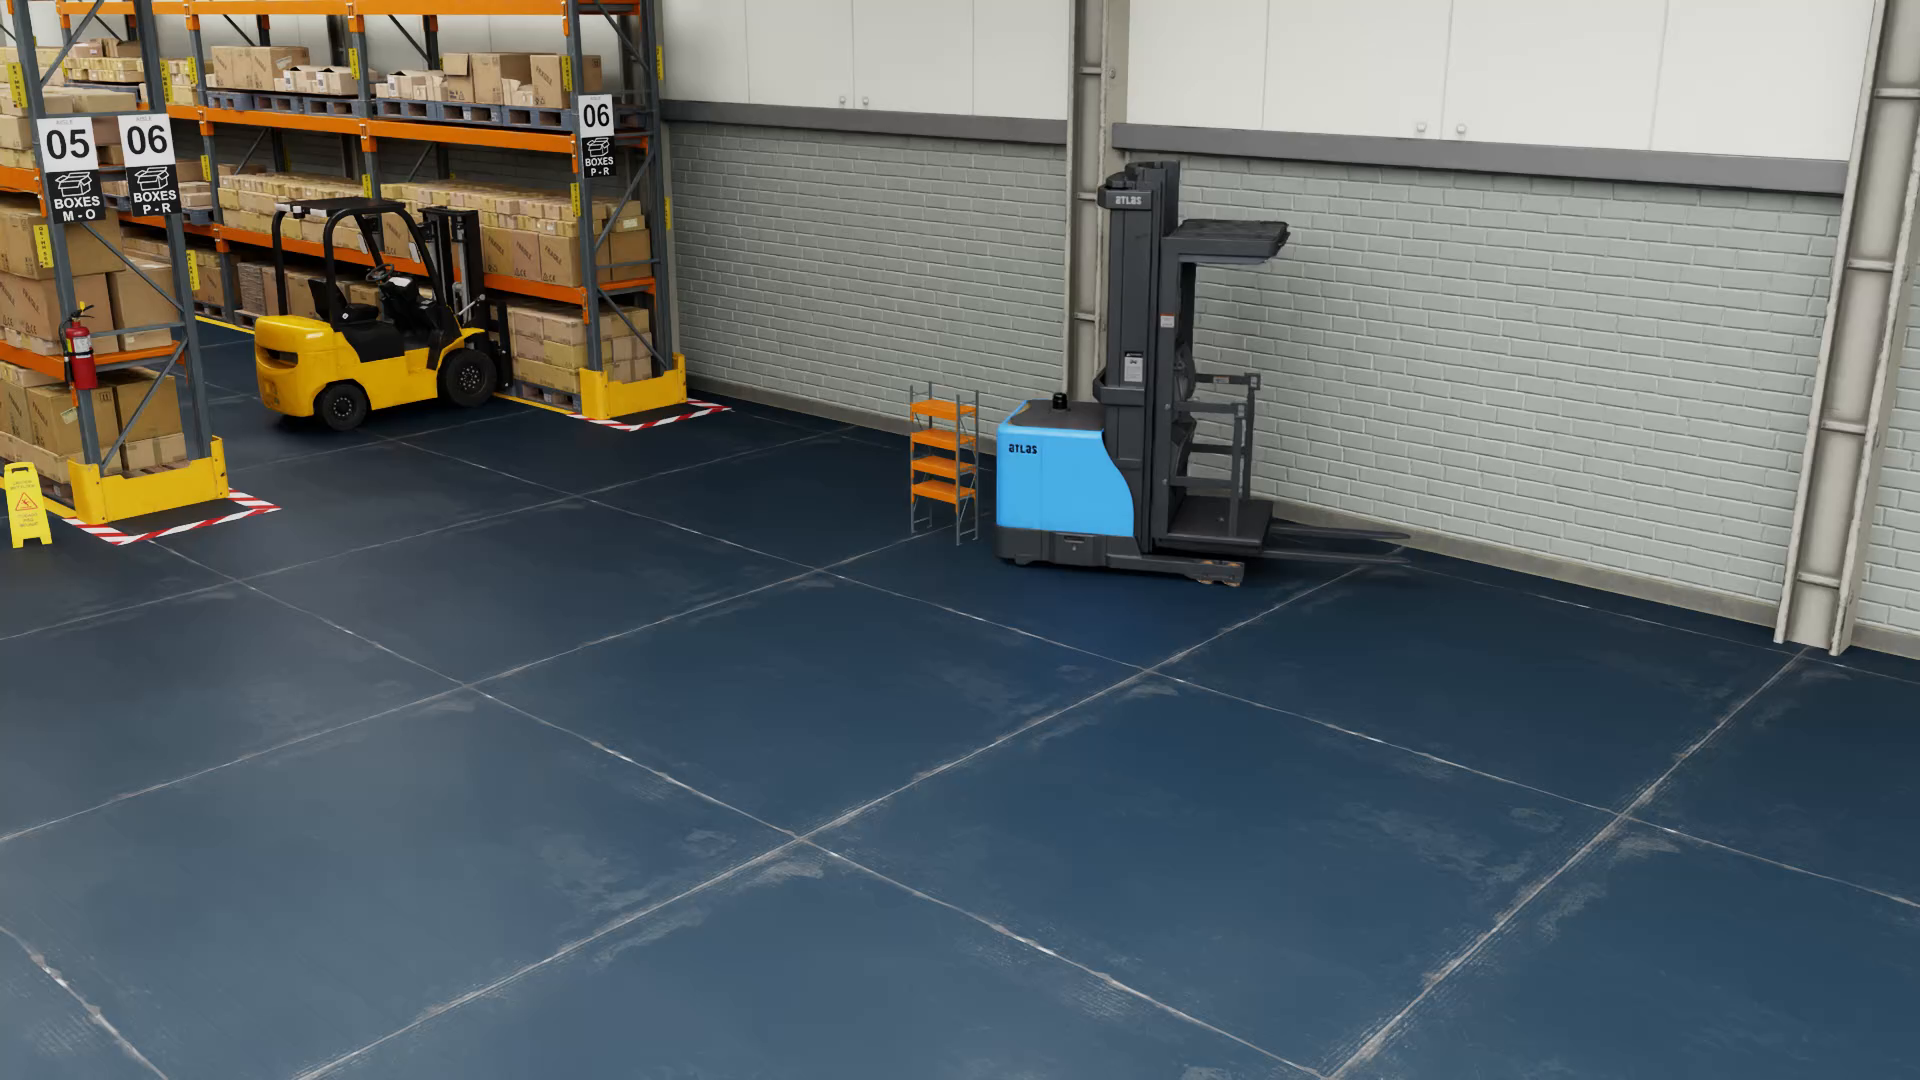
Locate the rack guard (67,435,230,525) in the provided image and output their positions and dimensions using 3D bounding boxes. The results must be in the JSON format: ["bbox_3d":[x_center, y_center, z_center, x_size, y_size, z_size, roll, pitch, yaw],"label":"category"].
[{"bbox_3d":[-6.775,-0.519,13.920,0.348,0.500,1.175,15,23,39],"label":"rack guard"}]

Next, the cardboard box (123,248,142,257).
[{"bbox_3d":[-11.784,-3.984,24.145,0.500,0.500,0.500,15,23,39],"label":"cardboard box"}]

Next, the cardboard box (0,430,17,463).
[{"bbox_3d":[-8.279,-0.896,14.827,0.500,0.250,0.500,14,22,37],"label":"cardboard box"}]

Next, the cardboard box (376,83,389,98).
[{"bbox_3d":[-6.284,-5.021,18.571,0.250,0.149,0.380,16,23,40],"label":"cardboard box"}]

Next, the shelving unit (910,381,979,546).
[{"bbox_3d":[-0.124,-0.605,13.035,0.503,1.200,0.258,15,23,39],"label":"shelving unit"}]

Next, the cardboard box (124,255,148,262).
[{"bbox_3d":[-7.278,-2.146,14.257,0.500,0.500,0.500,16,24,41],"label":"cardboard box"}]

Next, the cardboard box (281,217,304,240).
[{"bbox_3d":[-8.091,-3.901,20.692,0.500,0.250,0.500,16,24,41],"label":"cardboard box"}]

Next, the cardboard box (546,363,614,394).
[{"bbox_3d":[-3.987,-1.731,17.460,0.500,0.250,0.500,15,23,40],"label":"cardboard box"}]

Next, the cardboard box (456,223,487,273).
[{"bbox_3d":[-5.117,-3.213,18.113,0.500,0.500,0.500,15,23,40],"label":"cardboard box"}]

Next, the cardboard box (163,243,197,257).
[{"bbox_3d":[-10.920,-4.058,23.304,0.250,0.149,0.380,14,22,37],"label":"cardboard box"}]

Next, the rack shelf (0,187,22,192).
[{"bbox_3d":[-13.897,-5.287,26.001,4.000,0.370,1.077,15,23,39],"label":"rack shelf"}]

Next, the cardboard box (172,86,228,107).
[{"bbox_3d":[-9.955,-5.832,21.817,0.500,0.250,0.500,14,22,37],"label":"cardboard box"}]

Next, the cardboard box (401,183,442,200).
[{"bbox_3d":[-6.109,-3.961,18.906,0.250,0.149,0.380,15,23,40],"label":"cardboard box"}]

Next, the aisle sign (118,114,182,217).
[{"bbox_3d":[-6.466,-2.992,13.283,0.004,0.787,0.394,15,23,39],"label":"aisle sign"}]

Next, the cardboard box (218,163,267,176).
[{"bbox_3d":[-9.691,-4.812,22.455,0.500,0.500,0.500,16,24,42],"label":"cardboard box"}]

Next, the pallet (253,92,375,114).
[{"bbox_3d":[-8.004,-5.425,20.600,1.213,0.211,1.003,16,24,42],"label":"pallet"}]

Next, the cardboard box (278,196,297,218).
[{"bbox_3d":[-8.088,-4.141,20.622,0.500,0.250,0.500,15,23,40],"label":"cardboard box"}]

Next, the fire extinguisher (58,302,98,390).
[{"bbox_3d":[-6.938,-1.531,13.105,0.183,0.674,0.296,15,23,39],"label":"fire extinguisher"}]

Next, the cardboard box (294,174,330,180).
[{"bbox_3d":[-8.379,-4.636,21.523,0.250,0.149,0.380,14,23,38],"label":"cardboard box"}]

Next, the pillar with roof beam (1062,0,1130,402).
[{"bbox_3d":[-1.719,-3.843,10.346,0.400,9.000,9.100,15,23,39],"label":"pillar with roof beam"}]

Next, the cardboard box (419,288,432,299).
[{"bbox_3d":[-5.889,-2.715,18.907,0.500,0.250,0.500,15,23,39],"label":"cardboard box"}]

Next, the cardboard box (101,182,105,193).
[{"bbox_3d":[-12.188,-5.328,24.083,0.500,0.500,0.700,16,23,41],"label":"cardboard box"}]

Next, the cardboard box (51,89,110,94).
[{"bbox_3d":[-7.332,-3.681,13.890,0.250,0.149,0.380,15,23,39],"label":"cardboard box"}]

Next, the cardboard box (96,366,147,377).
[{"bbox_3d":[-7.550,-1.275,14.783,0.500,0.500,0.500,14,22,37],"label":"cardboard box"}]

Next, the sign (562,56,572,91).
[{"bbox_3d":[-3.797,-4.513,16.081,0.005,0.325,0.100,15,23,39],"label":"sign"}]

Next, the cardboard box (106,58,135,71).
[{"bbox_3d":[-11.460,-6.526,22.820,0.250,0.149,0.380,15,23,40],"label":"cardboard box"}]

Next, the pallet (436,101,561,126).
[{"bbox_3d":[-4.855,-4.599,17.832,1.213,0.211,1.003,15,23,39],"label":"pallet"}]

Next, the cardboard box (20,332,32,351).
[{"bbox_3d":[-7.581,-1.684,13.875,0.250,0.149,0.380,15,23,38],"label":"cardboard box"}]

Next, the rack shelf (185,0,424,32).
[{"bbox_3d":[-7.914,-6.350,20.093,4.000,0.370,1.077,15,23,39],"label":"rack shelf"}]

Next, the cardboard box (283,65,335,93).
[{"bbox_3d":[-7.695,-5.501,19.817,0.500,0.311,0.500,14,22,37],"label":"cardboard box"}]

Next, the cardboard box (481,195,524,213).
[{"bbox_3d":[-4.855,-3.575,17.689,0.250,0.149,0.380,16,23,40],"label":"cardboard box"}]

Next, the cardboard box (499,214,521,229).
[{"bbox_3d":[-4.645,-3.388,17.590,0.250,0.149,0.380,14,22,38],"label":"cardboard box"}]

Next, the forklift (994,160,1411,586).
[{"bbox_3d":[1.833,-1.239,12.172,3.031,2.935,1.130,5,18,14],"label":"forklift"}]

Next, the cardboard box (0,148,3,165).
[{"bbox_3d":[-7.555,-3.117,13.431,0.250,0.149,0.380,16,24,41],"label":"cardboard box"}]

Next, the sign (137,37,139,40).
[{"bbox_3d":[-12.036,-7.218,24.434,0.005,0.325,0.100,15,23,39],"label":"sign"}]

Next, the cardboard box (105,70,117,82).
[{"bbox_3d":[-11.493,-6.379,22.849,0.250,0.149,0.380,16,23,41],"label":"cardboard box"}]

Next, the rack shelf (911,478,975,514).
[{"bbox_3d":[-0.124,-0.352,13.115,0.480,0.148,0.258,15,23,39],"label":"rack shelf"}]

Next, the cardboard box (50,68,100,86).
[{"bbox_3d":[-12.929,-6.769,24.278,0.500,0.250,0.500,15,23,39],"label":"cardboard box"}]

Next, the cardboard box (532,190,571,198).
[{"bbox_3d":[-4.436,-3.719,18.141,0.250,0.149,0.380,14,23,38],"label":"cardboard box"}]

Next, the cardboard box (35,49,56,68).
[{"bbox_3d":[-13.324,-7.113,24.538,0.500,0.250,0.500,15,23,38],"label":"cardboard box"}]

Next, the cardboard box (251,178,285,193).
[{"bbox_3d":[-8.753,-4.503,21.103,0.250,0.149,0.380,15,23,40],"label":"cardboard box"}]

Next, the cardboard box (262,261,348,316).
[{"bbox_3d":[-8.458,-3.236,21.580,0.625,0.625,0.875,16,24,41],"label":"cardboard box"}]

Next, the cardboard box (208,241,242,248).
[{"bbox_3d":[-10.382,-4.127,23.521,0.250,0.149,0.380,14,23,38],"label":"cardboard box"}]

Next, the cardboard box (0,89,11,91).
[{"bbox_3d":[-8.050,-3.666,13.842,0.250,0.149,0.380,14,22,38],"label":"cardboard box"}]

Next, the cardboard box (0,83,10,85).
[{"bbox_3d":[-8.666,-4.044,15.035,0.250,0.149,0.380,16,24,41],"label":"cardboard box"}]

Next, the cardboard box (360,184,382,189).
[{"bbox_3d":[-7.095,-4.261,20.340,0.250,0.149,0.380,15,23,39],"label":"cardboard box"}]

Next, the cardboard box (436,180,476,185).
[{"bbox_3d":[-5.819,-4.065,19.233,0.250,0.149,0.380,14,23,38],"label":"cardboard box"}]

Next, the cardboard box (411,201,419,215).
[{"bbox_3d":[-5.946,-3.758,18.756,0.250,0.149,0.380,15,23,39],"label":"cardboard box"}]

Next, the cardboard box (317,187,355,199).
[{"bbox_3d":[-7.459,-4.129,19.925,0.250,0.149,0.380,14,22,38],"label":"cardboard box"}]

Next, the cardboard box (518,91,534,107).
[{"bbox_3d":[-4.248,-4.474,16.848,0.250,0.149,0.380,14,22,38],"label":"cardboard box"}]

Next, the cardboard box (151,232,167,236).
[{"bbox_3d":[-11.735,-4.486,24.654,0.250,0.149,0.380,15,23,39],"label":"cardboard box"}]

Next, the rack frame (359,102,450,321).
[{"bbox_3d":[-6.418,-3.622,19.566,0.127,3.000,1.000,15,23,39],"label":"rack frame"}]
